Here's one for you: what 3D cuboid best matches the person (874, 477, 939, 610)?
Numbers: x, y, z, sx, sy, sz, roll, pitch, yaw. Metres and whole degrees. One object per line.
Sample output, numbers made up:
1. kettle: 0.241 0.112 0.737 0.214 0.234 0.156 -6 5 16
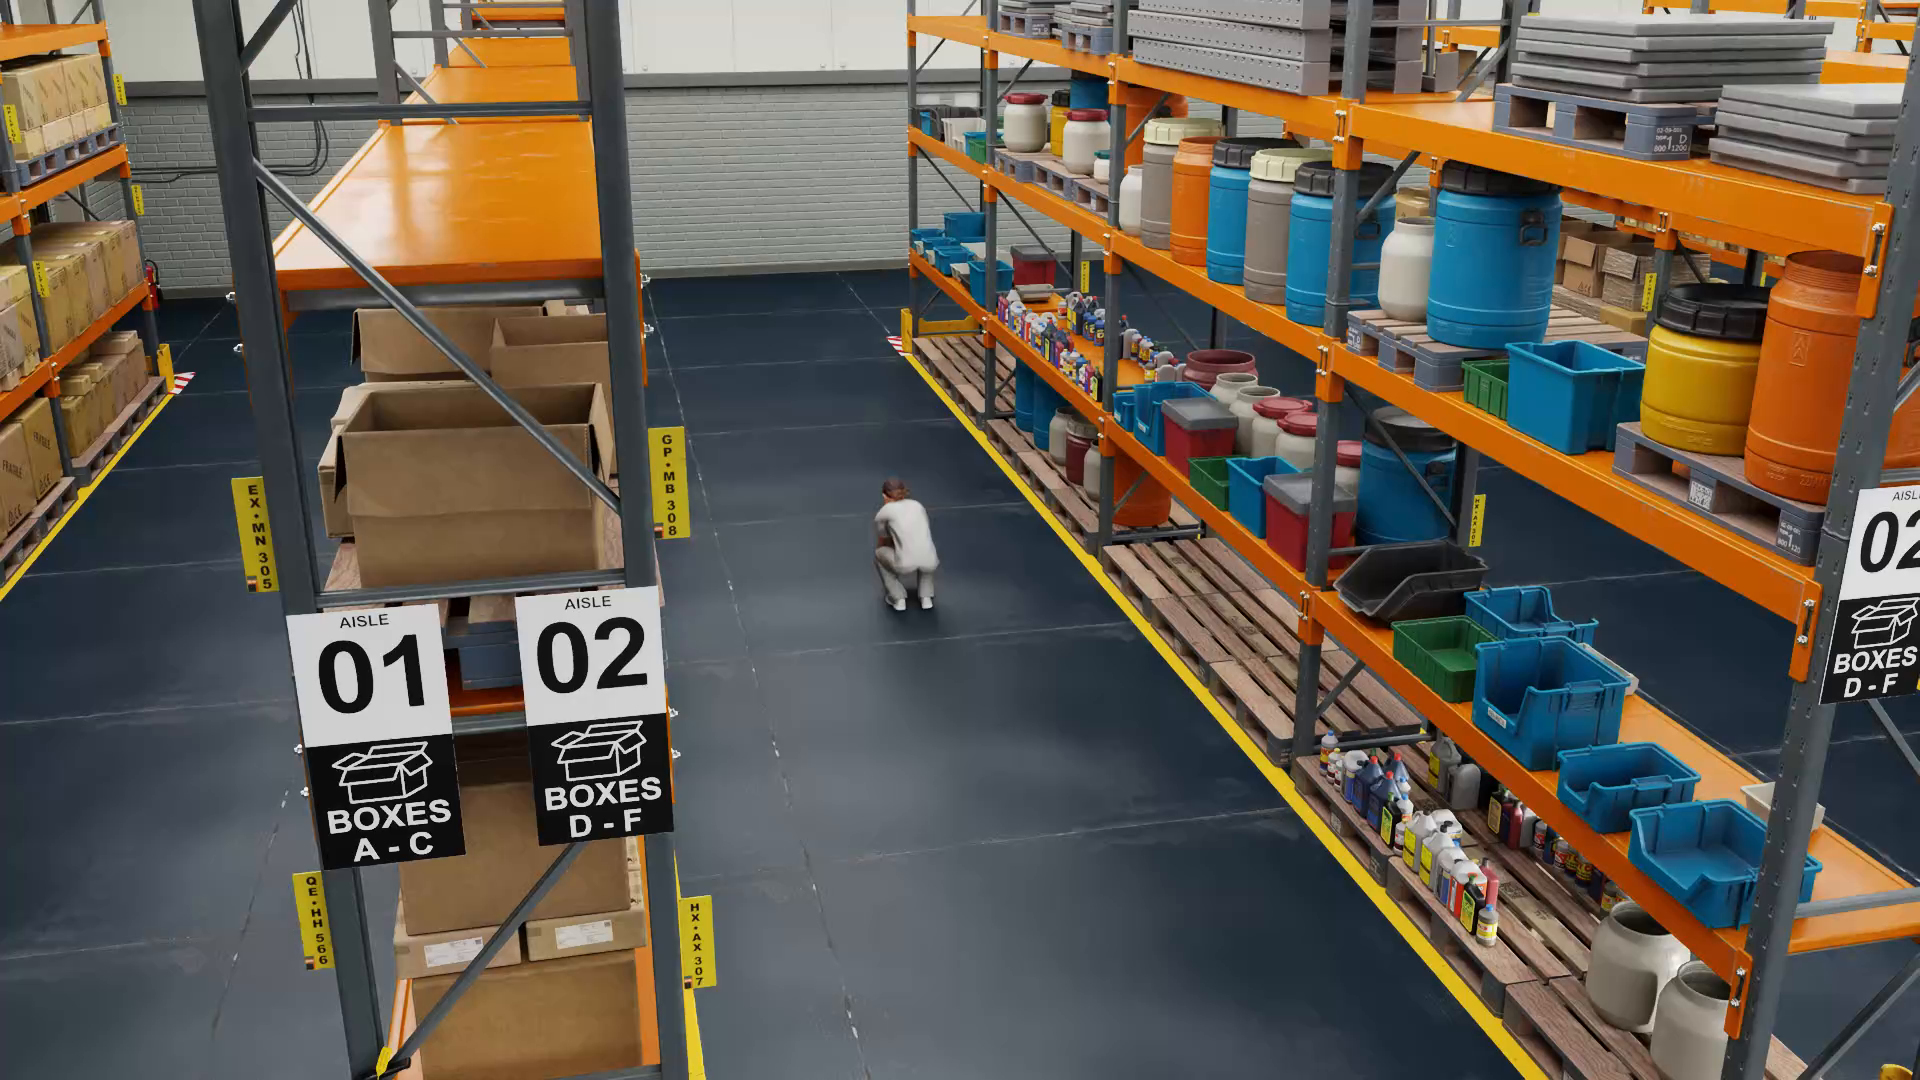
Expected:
1. person: -0.432 0.016 13.119 0.468 0.950 0.811 -5 20 -13
